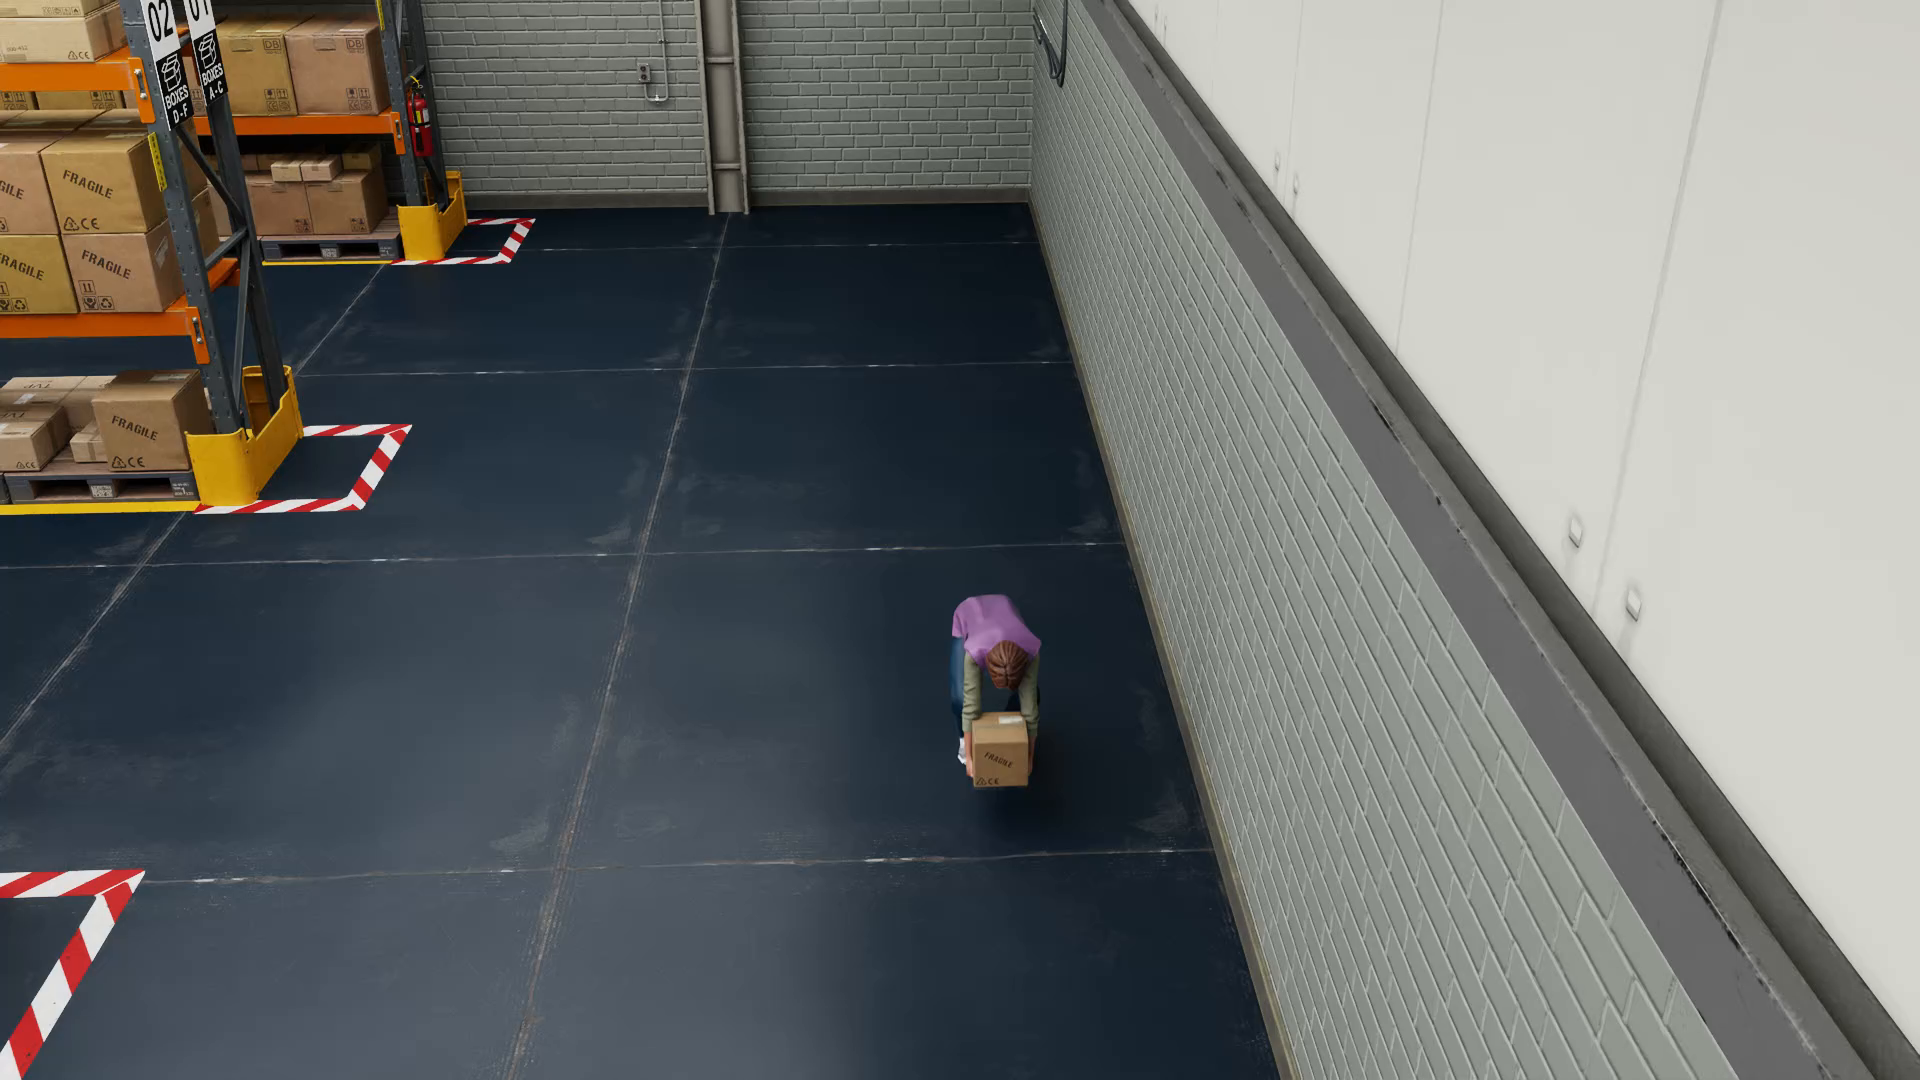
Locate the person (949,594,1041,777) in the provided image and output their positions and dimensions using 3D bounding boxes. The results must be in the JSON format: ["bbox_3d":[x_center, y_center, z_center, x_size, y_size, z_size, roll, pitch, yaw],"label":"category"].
[{"bbox_3d":[0.172,0.729,7.984,0.431,0.916,0.861,-3,28,-5],"label":"person"}]
